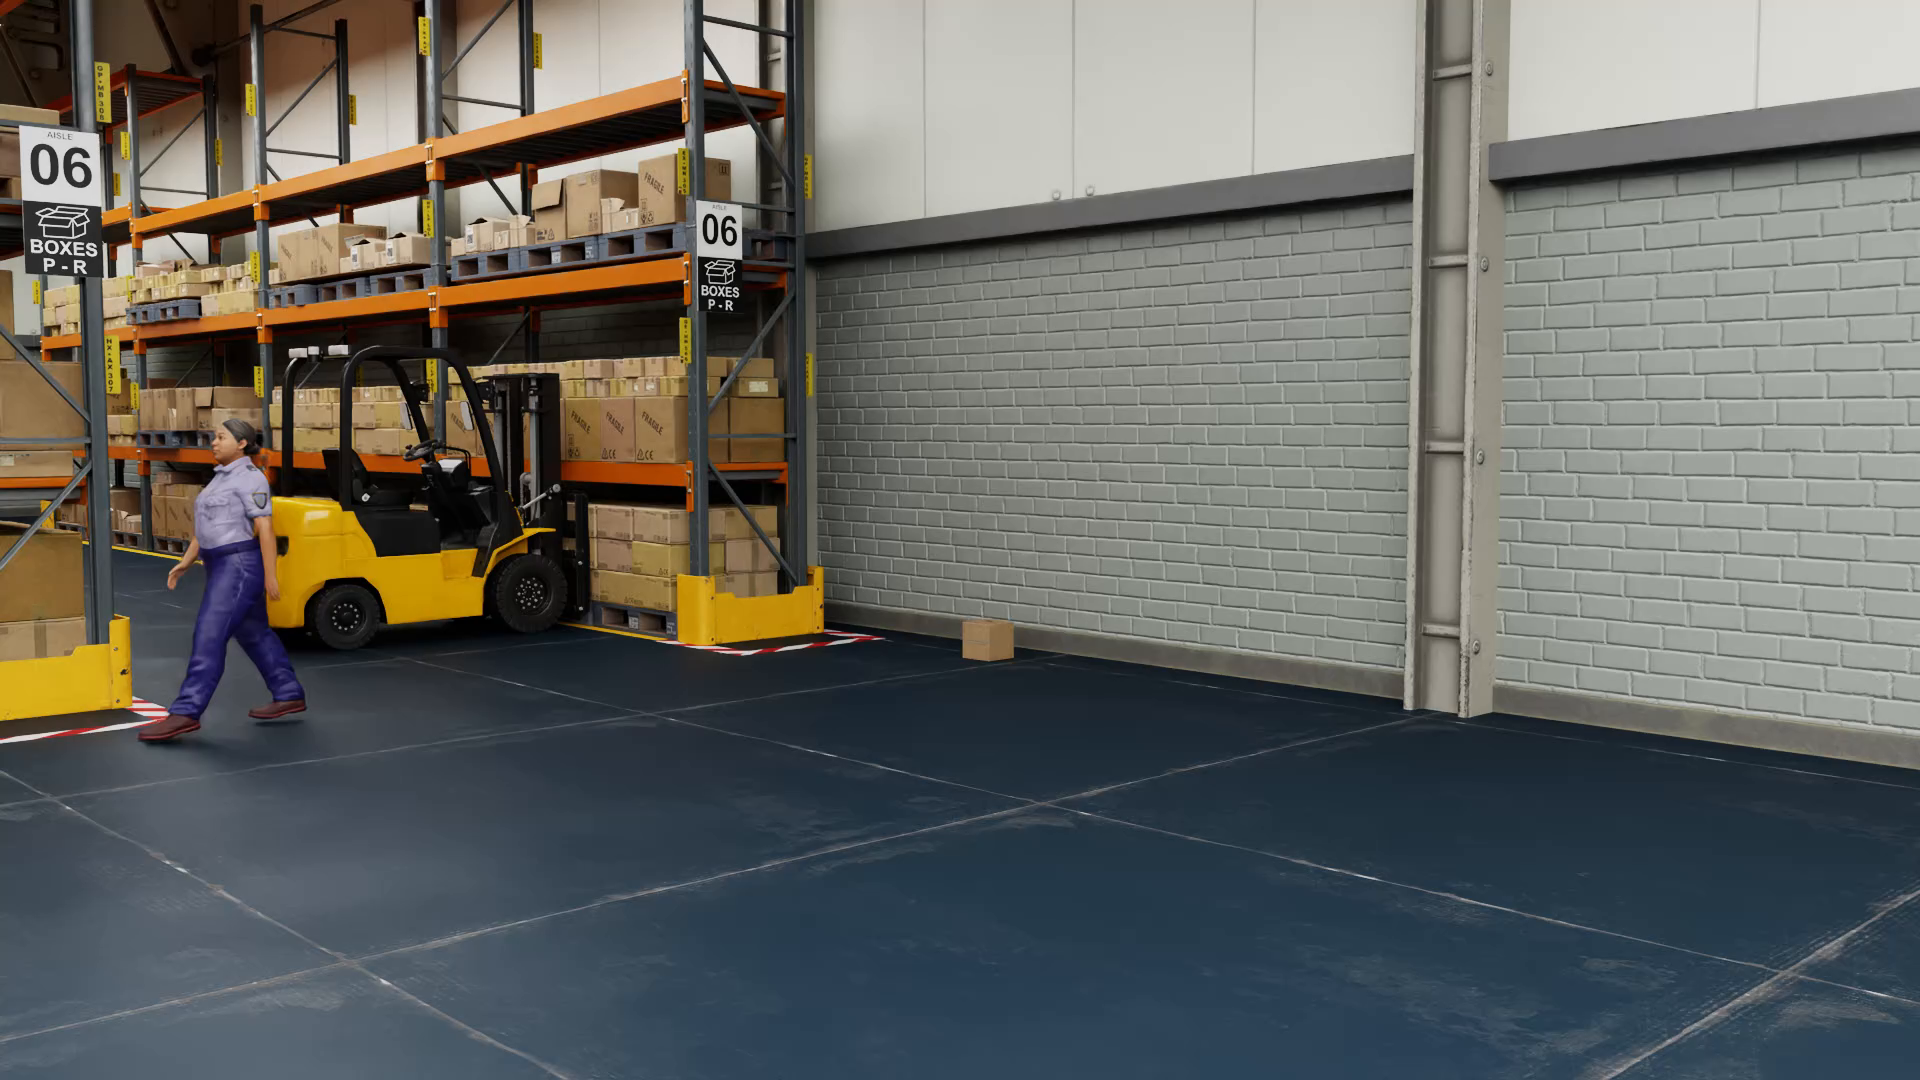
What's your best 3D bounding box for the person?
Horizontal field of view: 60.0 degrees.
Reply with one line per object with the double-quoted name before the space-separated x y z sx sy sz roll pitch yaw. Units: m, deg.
"person" -3.863 0.171 8.660 0.900 1.607 0.487 -3 5 -39
